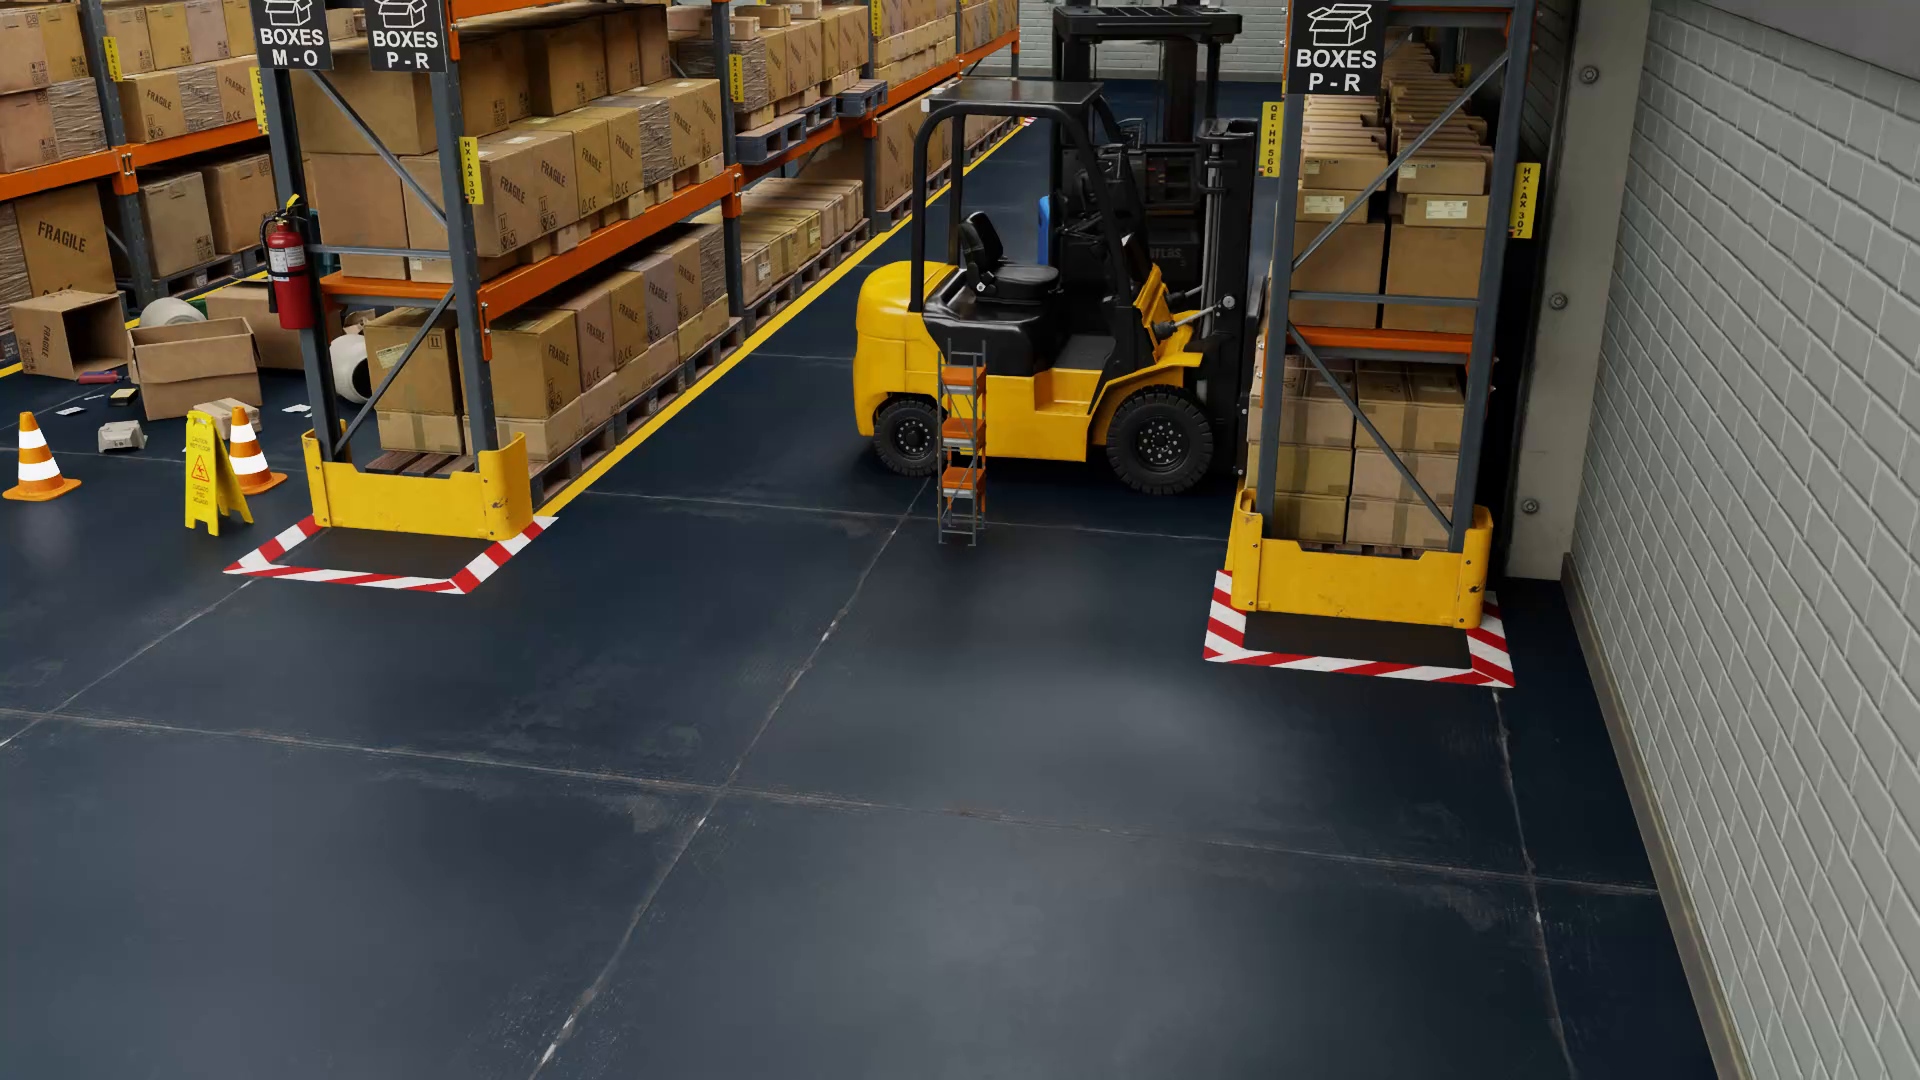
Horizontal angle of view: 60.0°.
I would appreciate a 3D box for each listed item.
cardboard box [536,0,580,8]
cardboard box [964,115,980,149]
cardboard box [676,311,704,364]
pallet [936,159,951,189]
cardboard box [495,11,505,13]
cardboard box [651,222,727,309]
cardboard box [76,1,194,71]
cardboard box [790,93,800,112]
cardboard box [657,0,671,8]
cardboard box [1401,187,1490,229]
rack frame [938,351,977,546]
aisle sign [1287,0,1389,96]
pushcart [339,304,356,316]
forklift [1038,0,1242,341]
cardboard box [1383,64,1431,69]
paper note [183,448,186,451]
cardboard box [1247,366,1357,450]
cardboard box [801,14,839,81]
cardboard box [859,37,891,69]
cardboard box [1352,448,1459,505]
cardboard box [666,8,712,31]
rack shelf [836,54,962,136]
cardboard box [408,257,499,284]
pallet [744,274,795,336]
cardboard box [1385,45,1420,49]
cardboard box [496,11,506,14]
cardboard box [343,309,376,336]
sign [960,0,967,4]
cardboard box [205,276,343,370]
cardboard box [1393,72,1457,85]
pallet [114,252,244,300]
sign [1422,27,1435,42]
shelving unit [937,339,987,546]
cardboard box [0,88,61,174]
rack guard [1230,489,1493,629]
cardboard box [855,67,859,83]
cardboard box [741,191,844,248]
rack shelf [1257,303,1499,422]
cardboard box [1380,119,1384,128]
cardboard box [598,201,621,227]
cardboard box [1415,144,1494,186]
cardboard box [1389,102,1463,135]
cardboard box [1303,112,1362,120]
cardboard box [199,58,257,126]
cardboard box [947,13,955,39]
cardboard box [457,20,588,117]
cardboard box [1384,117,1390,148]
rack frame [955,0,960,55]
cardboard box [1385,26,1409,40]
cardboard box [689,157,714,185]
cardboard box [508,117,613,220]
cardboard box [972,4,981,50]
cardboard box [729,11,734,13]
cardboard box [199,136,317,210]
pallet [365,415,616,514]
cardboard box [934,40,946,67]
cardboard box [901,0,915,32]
[{"bbox_3d":[-5.015,-6.537,20.538,0.500,0.500,0.500,4,22,10],"label":"cardboard box"},{"bbox_3d":[-0.263,-5.078,20.315,0.875,0.438,0.875,4,22,10],"label":"cardboard box"},{"bbox_3d":[-2.085,-1.412,11.462,0.500,0.250,0.500,4,22,9],"label":"cardboard box"},{"bbox_3d":[-0.580,-4.269,19.171,1.003,0.211,1.213,4,22,11],"label":"pallet"},{"bbox_3d":[-5.416,-6.095,18.949,0.380,0.149,0.250,4,22,11],"label":"cardboard box"},{"bbox_3d":[-1.987,-1.955,11.807,0.500,0.500,0.500,4,22,10],"label":"cardboard box"},{"bbox_3d":[-6.797,-4.145,13.659,0.700,0.500,0.500,4,22,10],"label":"cardboard box"},{"bbox_3d":[-1.519,-3.562,13.457,0.380,0.149,0.250,5,22,11],"label":"cardboard box"},{"bbox_3d":[-4.387,-7.654,23.311,0.500,0.500,0.500,5,22,12],"label":"cardboard box"},{"bbox_3d":[2.238,-1.536,7.651,0.380,0.149,0.250,4,22,10],"label":"cardboard box"},{"bbox_3d":[-0.014,-0.462,8.595,0.200,1.050,0.008,4,22,11],"label":"rack frame"},{"bbox_3d":[1.614,-2.289,7.042,0.394,0.787,0.004,4,22,11],"label":"aisle sign"},{"bbox_3d":[-4.371,-1.864,12.976,1.648,0.377,0.936,-3,22,-8],"label":"pushcart"},{"bbox_3d":[1.158,-2.390,10.863,1.130,2.935,3.031,-1,22,-2],"label":"forklift"},{"bbox_3d":[3.325,-3.469,12.450,0.380,0.149,0.250,4,22,11],"label":"cardboard box"},{"bbox_3d":[-4.701,-0.582,10.258,0.148,0.019,0.142,-3,22,-8],"label":"paper note"},{"bbox_3d":[1.703,-0.660,8.257,0.500,0.250,0.500,5,23,13],"label":"cardboard box"},{"bbox_3d":[-1.330,-4.205,14.184,0.500,0.500,0.500,3,22,7],"label":"cardboard box"},{"bbox_3d":[-0.968,-4.716,16.081,0.500,0.250,0.500,4,22,11],"label":"cardboard box"},{"bbox_3d":[2.214,-0.392,8.261,0.500,0.250,0.500,5,22,12],"label":"cardboard box"},{"bbox_3d":[-2.128,-4.044,12.917,0.380,0.149,0.250,4,22,9],"label":"cardboard box"},{"bbox_3d":[-0.905,-4.785,17.683,1.077,0.370,4.000,4,22,11],"label":"rack shelf"},{"bbox_3d":[-2.673,-1.454,8.784,0.380,0.149,0.250,5,22,11],"label":"cardboard box"},{"bbox_3d":[-1.972,-1.916,13.328,1.003,0.211,1.213,4,22,11],"label":"pallet"},{"bbox_3d":[3.622,-4.029,13.840,0.380,0.149,0.250,4,22,11],"label":"cardboard box"},{"bbox_3d":[-5.408,-5.959,19.011,0.380,0.149,0.250,4,22,9],"label":"cardboard box"},{"bbox_3d":[-4.396,-1.522,12.277,0.258,0.266,0.396,-11,25,-26],"label":"cardboard box"},{"bbox_3d":[0.037,-6.313,19.069,0.100,0.325,0.005,4,22,11],"label":"sign"},{"bbox_3d":[-4.882,-1.545,11.834,0.797,0.637,0.503,4,22,11],"label":"cardboard box"},{"bbox_3d":[2.962,-2.893,10.621,0.380,0.149,0.250,5,22,11],"label":"cardboard box"},{"bbox_3d":[-6.912,-2.259,14.181,1.003,0.211,1.213,4,22,11],"label":"pallet"},{"bbox_3d":[4.091,-4.506,14.478,0.100,0.325,0.005,4,22,11],"label":"sign"},{"bbox_3d":[0.011,-0.507,8.706,0.215,1.050,0.252,4,22,11],"label":"shelving unit"},{"bbox_3d":[-7.149,-2.996,12.076,0.875,0.550,0.550,4,22,11],"label":"cardboard box"},{"bbox_3d":[1.910,0.084,7.977,1.175,0.500,0.348,4,22,11],"label":"rack guard"},{"bbox_3d":[-1.133,-4.224,15.102,0.380,0.149,0.250,5,22,12],"label":"cardboard box"},{"bbox_3d":[-1.580,-2.887,14.962,0.950,0.372,0.625,4,22,10],"label":"cardboard box"},{"bbox_3d":[2.323,-1.482,9.482,1.077,0.370,4.000,4,22,11],"label":"rack shelf"},{"bbox_3d":[2.904,-2.409,10.686,0.500,0.500,0.500,4,22,11],"label":"cardboard box"},{"bbox_3d":[-2.307,-2.020,10.190,0.380,0.149,0.250,4,22,9],"label":"cardboard box"},{"bbox_3d":[2.308,-1.769,7.830,0.380,0.149,0.250,5,23,13],"label":"cardboard box"},{"bbox_3d":[2.587,-2.337,9.241,0.380,0.149,0.250,5,22,12],"label":"cardboard box"},{"bbox_3d":[1.944,-2.191,8.879,0.380,0.149,0.250,5,22,12],"label":"cardboard box"},{"bbox_3d":[-6.418,-3.851,14.265,0.500,0.500,0.500,4,22,11],"label":"cardboard box"},{"bbox_3d":[-0.348,-5.833,18.853,0.500,0.250,0.500,4,22,11],"label":"cardboard box"},{"bbox_3d":[-2.703,-2.864,10.079,0.700,0.500,0.500,4,22,11],"label":"cardboard box"},{"bbox_3d":[2.681,-2.386,9.760,0.380,0.149,0.250,5,23,13],"label":"cardboard box"},{"bbox_3d":[-0.497,-5.850,19.365,1.000,3.000,0.127,4,22,11],"label":"rack frame"},{"bbox_3d":[3.805,-4.428,15.137,0.500,0.500,0.500,6,23,13],"label":"cardboard box"},{"bbox_3d":[-1.940,-2.576,11.570,0.380,0.149,0.250,5,22,12],"label":"cardboard box"},{"bbox_3d":[-2.372,-2.174,9.705,0.500,0.500,0.500,4,22,10],"label":"cardboard box"},{"bbox_3d":[-0.038,-6.232,20.179,0.500,0.500,0.500,5,22,11],"label":"cardboard box"},{"bbox_3d":[-1.731,-4.429,14.740,0.500,0.500,0.500,6,23,14],"label":"cardboard box"},{"bbox_3d":[-6.567,-3.343,15.589,1.050,0.750,0.750,5,22,12],"label":"cardboard box"},{"bbox_3d":[-2.729,-0.490,9.789,1.003,0.211,1.213,4,22,11],"label":"pallet"},{"bbox_3d":[-0.446,-5.411,18.475,0.500,0.250,0.500,4,22,10],"label":"cardboard box"},{"bbox_3d":[-0.760,-5.430,16.848,0.500,0.500,0.500,5,22,12],"label":"cardboard box"}]
